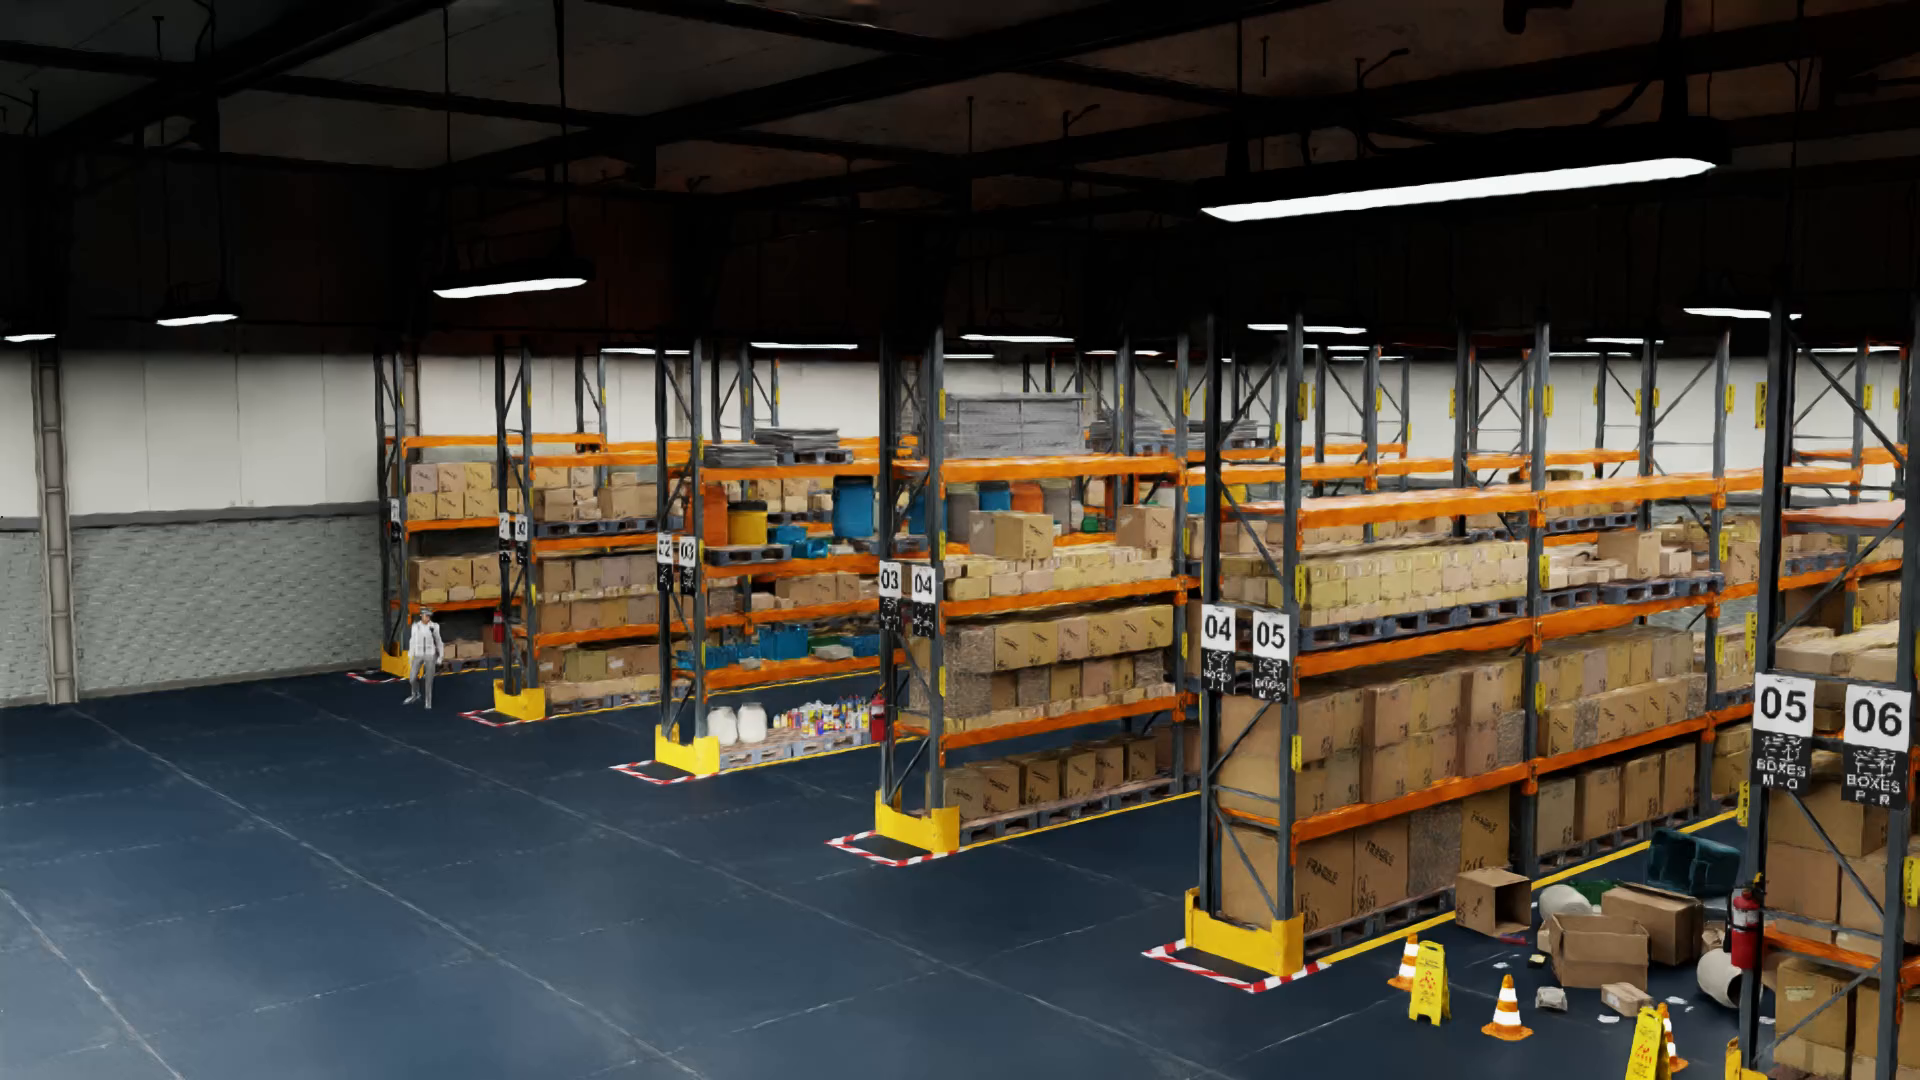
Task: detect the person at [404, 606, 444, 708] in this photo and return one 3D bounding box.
[{"bbox_3d":[-8.676,1.883,26.872,0.634,1.657,0.450,-1,5,-14],"label":"person"}]
